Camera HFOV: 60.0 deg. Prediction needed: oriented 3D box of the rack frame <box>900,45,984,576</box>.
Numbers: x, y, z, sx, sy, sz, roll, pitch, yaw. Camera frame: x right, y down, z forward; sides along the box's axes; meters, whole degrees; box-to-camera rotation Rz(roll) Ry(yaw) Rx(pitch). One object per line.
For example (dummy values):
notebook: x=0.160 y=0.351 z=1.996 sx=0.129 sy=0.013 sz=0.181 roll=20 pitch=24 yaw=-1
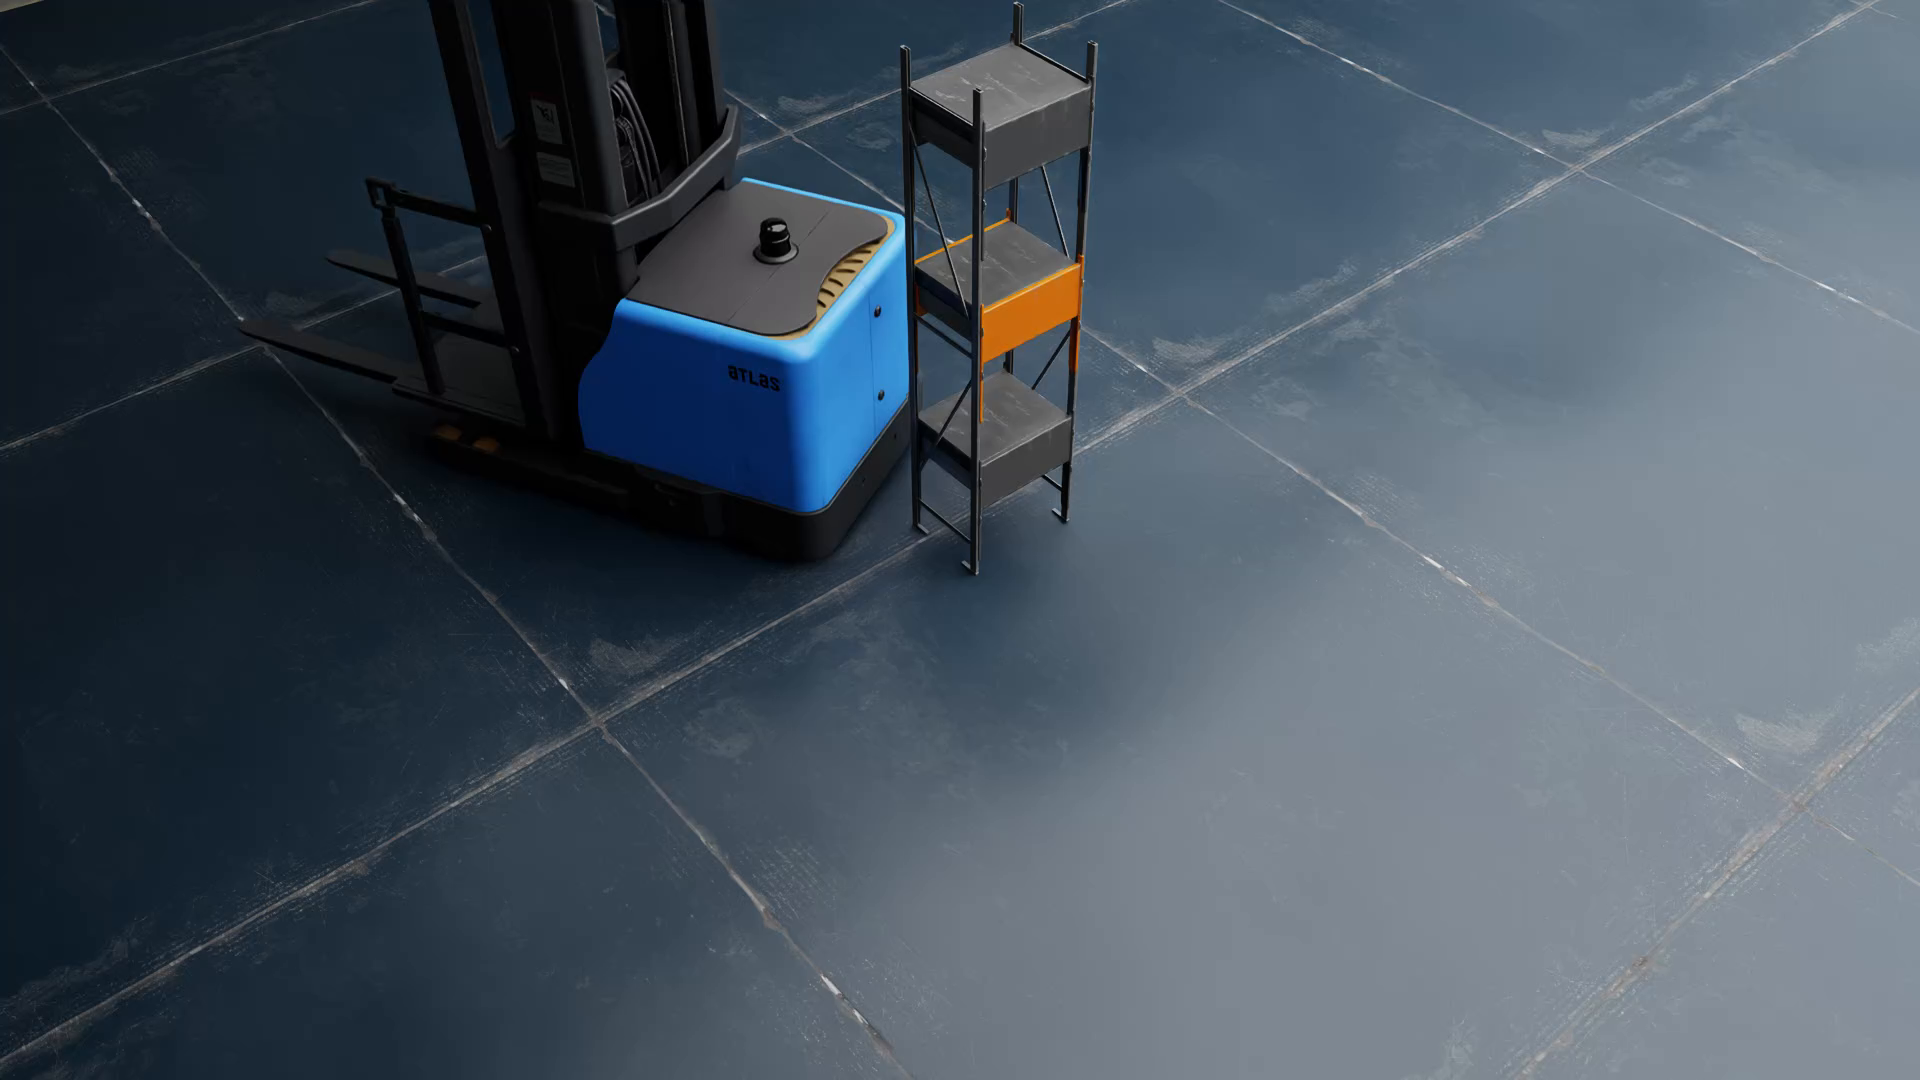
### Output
rack frame: x=-0.060 y=-0.731 z=5.994 sx=0.015 sy=2.100 sz=0.400 roll=-30 pitch=51 yaw=-28

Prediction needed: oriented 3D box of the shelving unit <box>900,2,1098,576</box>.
shelving unit: x=0.127 y=-0.838 z=6.109 sx=0.503 sy=2.100 sz=0.431 roll=-30 pitch=51 yaw=-28

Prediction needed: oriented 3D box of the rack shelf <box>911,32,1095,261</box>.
rack shelf: x=0.127 y=-1.338 z=5.639 sx=0.480 sy=0.518 sz=0.431 roll=-30 pitch=51 yaw=-28

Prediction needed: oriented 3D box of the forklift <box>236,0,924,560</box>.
forklift: x=-1.721 y=-1.656 z=6.372 sx=3.031 sy=2.935 sz=1.130 roll=17 pitch=46 yaw=17

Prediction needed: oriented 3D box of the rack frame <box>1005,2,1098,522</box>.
rack frame: x=0.314 y=-0.945 z=6.223 sx=0.015 sy=2.100 sz=0.400 roll=-30 pitch=51 yaw=-28

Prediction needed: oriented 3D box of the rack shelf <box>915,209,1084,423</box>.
rack shelf: x=0.127 y=-0.828 z=6.118 sx=0.480 sy=0.518 sz=0.431 roll=-30 pitch=51 yaw=-28

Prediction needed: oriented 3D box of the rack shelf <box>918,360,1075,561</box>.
rack shelf: x=0.127 y=-0.318 z=6.597 sx=0.480 sy=0.518 sz=0.431 roll=-30 pitch=51 yaw=-28
